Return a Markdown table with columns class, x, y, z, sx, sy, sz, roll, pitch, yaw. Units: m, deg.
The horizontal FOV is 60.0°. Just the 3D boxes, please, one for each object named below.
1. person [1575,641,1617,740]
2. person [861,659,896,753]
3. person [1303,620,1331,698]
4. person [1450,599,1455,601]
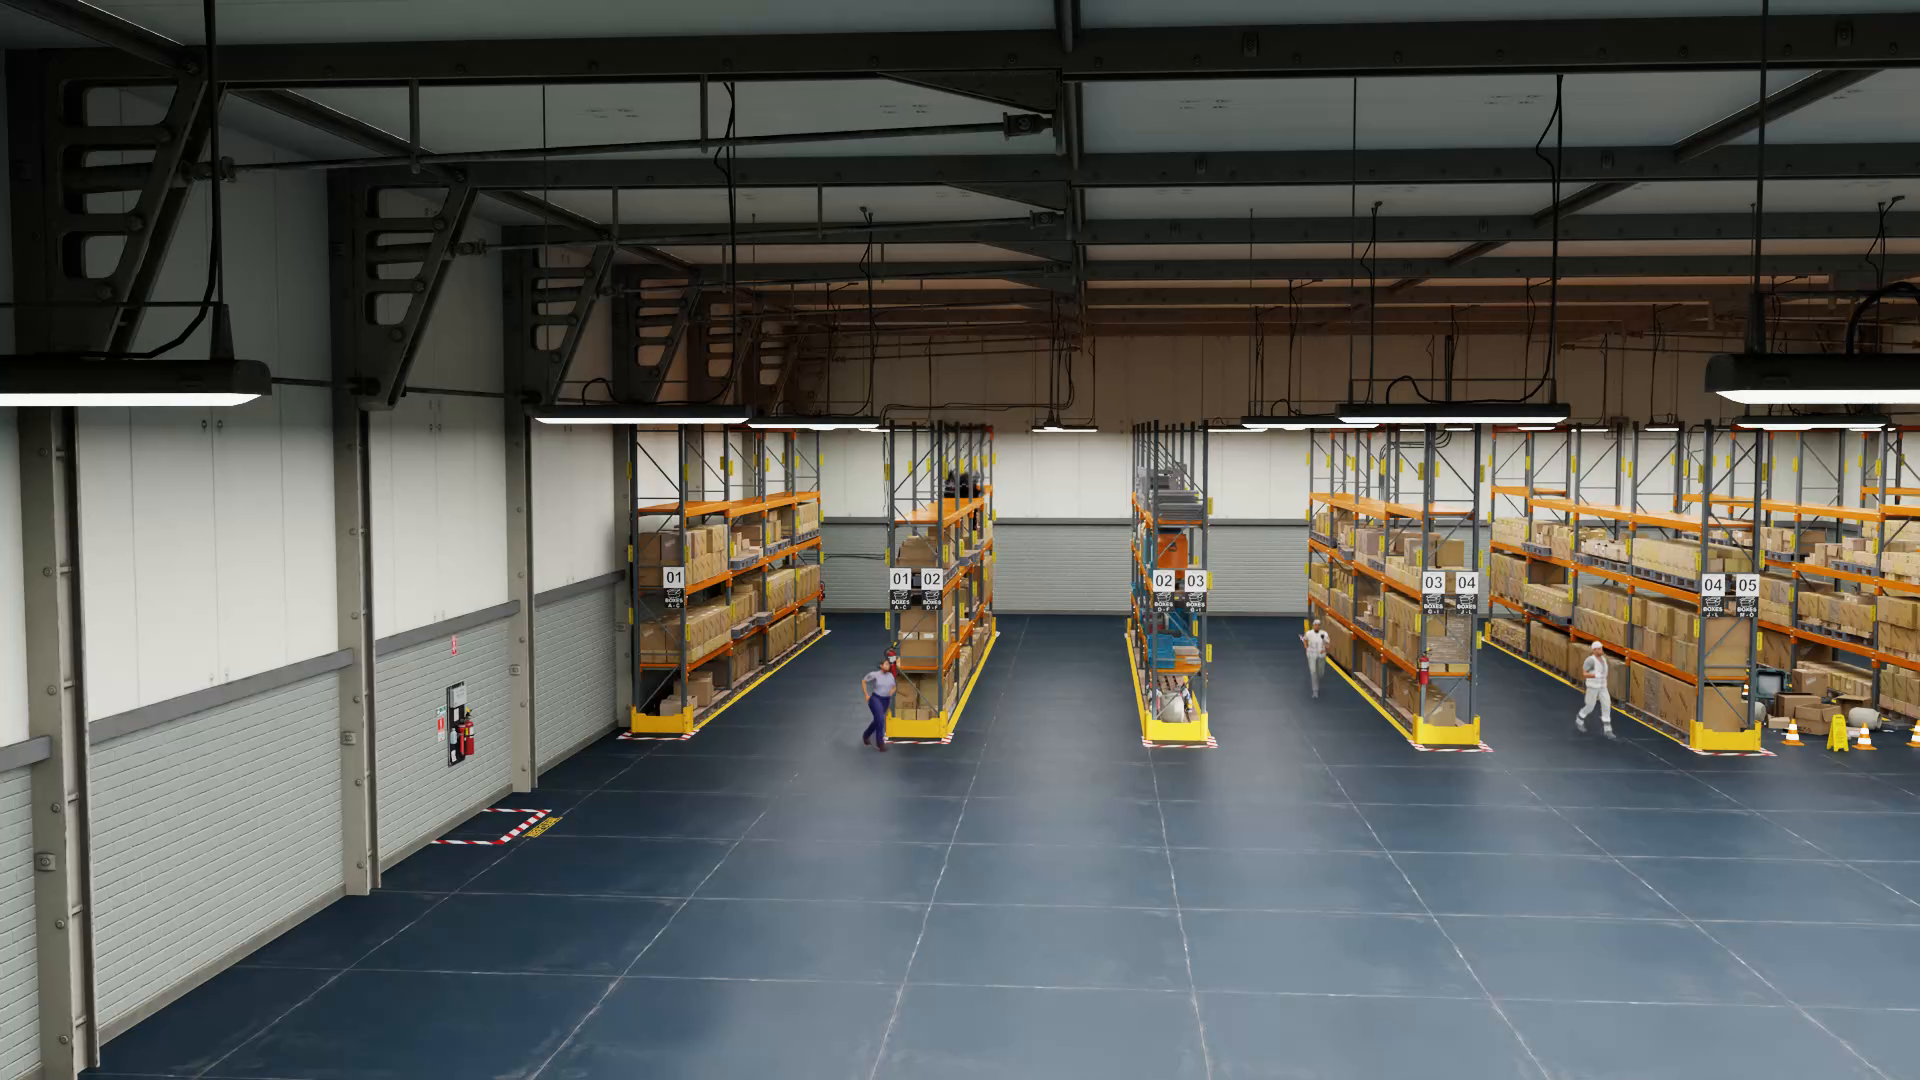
| class | x | y | z | sx | sy | sz | roll | pitch | yaw |
| --- | --- | --- | --- | --- | --- | --- | --- | --- | --- |
| person | 12.014 | 2.811 | 31.446 | 0.647 | 1.803 | 0.950 | -1 | 4 | -21 |
| person | -1.432 | 2.988 | 30.390 | 0.635 | 1.634 | 0.862 | -3 | 5 | -40 |
| person | 7.893 | 2.591 | 36.722 | 0.577 | 1.675 | 1.091 | 0 | 4 | 2 |
| person | 13.536 | 1.935 | 46.868 | 0.567 | 1.686 | 0.788 | -2 | 4 | -31 |
